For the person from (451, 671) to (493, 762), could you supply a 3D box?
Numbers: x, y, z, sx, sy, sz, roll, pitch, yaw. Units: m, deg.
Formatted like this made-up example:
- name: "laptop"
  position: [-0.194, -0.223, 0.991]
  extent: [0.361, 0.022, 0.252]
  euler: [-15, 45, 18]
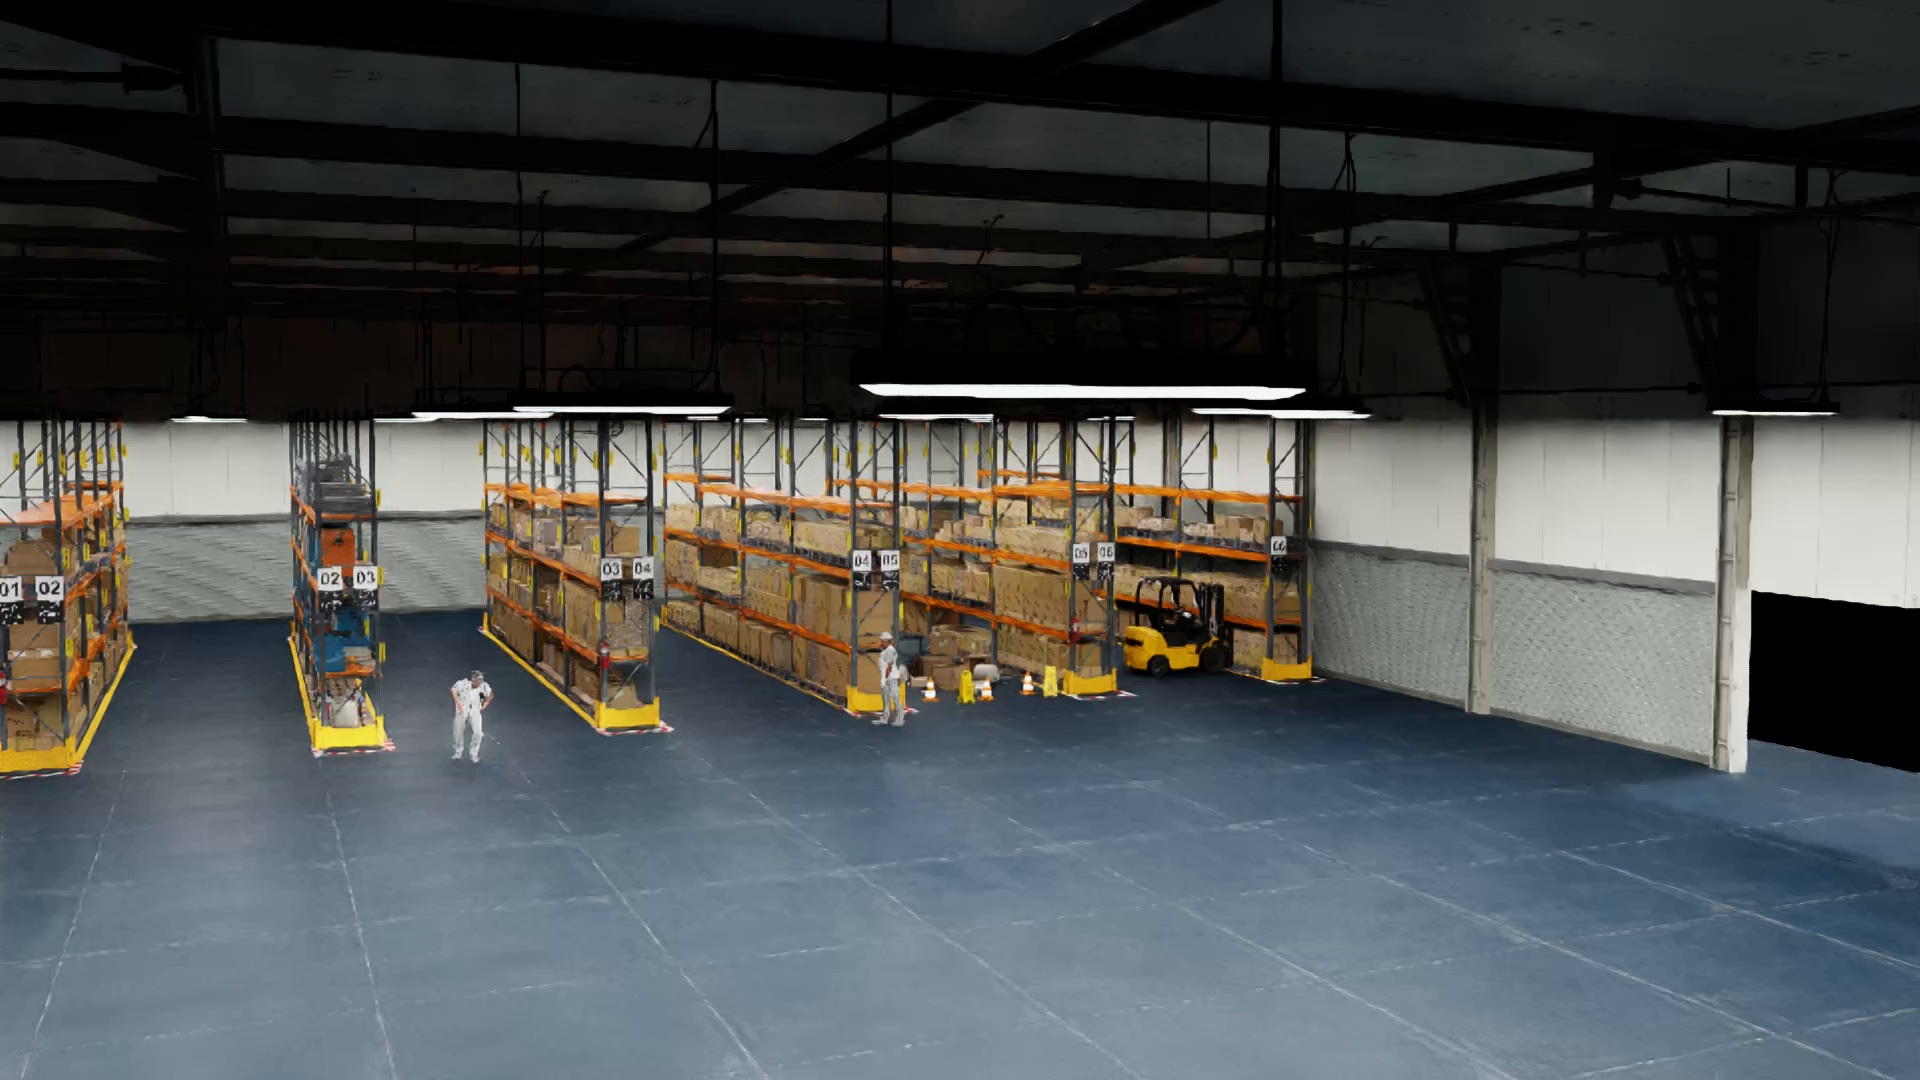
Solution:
- name: "person"
  position: [-8.305, 2.972, 28.338]
  extent: [0.685, 1.574, 0.840]
  euler: [-2, 4, -23]

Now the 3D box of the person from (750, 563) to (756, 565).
- name: "person"
  position: [-5.939, 1.509, 47.680]
  extent: [0.538, 1.721, 0.606]
  euler: [0, 4, 5]

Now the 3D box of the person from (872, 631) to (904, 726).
- name: "person"
  position: [-1.371, 2.614, 31.502]
  extent: [0.564, 1.782, 0.634]
  euler: [-1, 4, -17]
